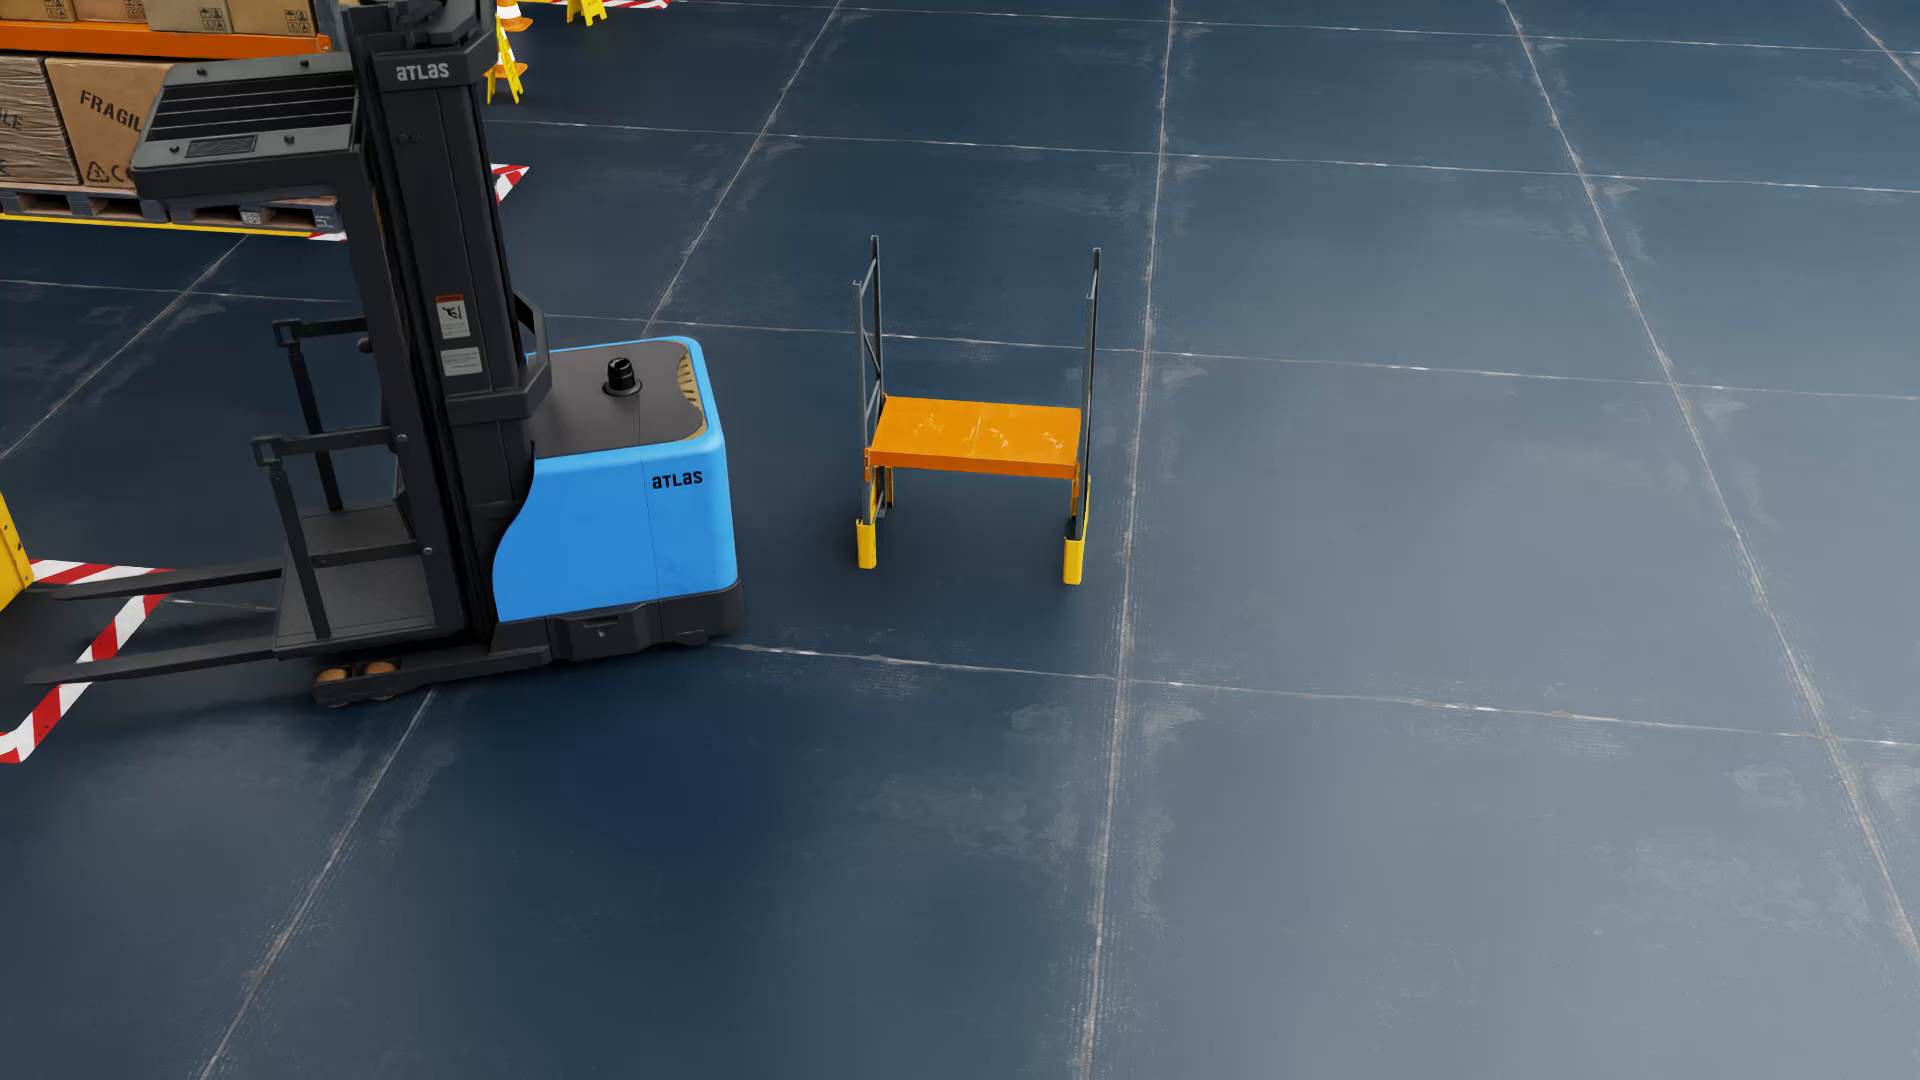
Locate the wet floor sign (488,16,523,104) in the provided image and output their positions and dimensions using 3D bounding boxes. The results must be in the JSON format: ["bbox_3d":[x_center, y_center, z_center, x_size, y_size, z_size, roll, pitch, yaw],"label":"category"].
[{"bbox_3d":[-3.595,-3.761,12.965,0.232,0.644,0.267,-2,36,-2],"label":"wet floor sign"}]

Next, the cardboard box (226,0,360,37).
[{"bbox_3d":[-4.249,-3.643,10.644,0.550,0.550,0.875,4,36,6],"label":"cardboard box"}]

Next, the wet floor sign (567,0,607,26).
[{"bbox_3d":[-3.293,-4.852,14.492,0.232,0.644,0.267,17,39,22],"label":"wet floor sign"}]

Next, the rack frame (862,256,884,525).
[{"bbox_3d":[-0.419,-0.643,7.859,0.013,1.308,0.475,4,36,6],"label":"rack frame"}]

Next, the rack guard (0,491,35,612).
[{"bbox_3d":[-4.683,0.281,7.425,0.348,0.500,1.175,4,36,6],"label":"rack guard"}]

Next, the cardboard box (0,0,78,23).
[{"bbox_3d":[-5.868,-3.801,10.864,0.500,0.550,0.875,4,36,6],"label":"cardboard box"}]

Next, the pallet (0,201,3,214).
[{"bbox_3d":[-7.099,-2.640,11.768,1.213,0.211,1.003,4,36,6],"label":"pallet"}]

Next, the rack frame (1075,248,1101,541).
[{"bbox_3d":[0.589,-0.567,7.753,0.032,1.500,0.500,4,36,6],"label":"rack frame"}]

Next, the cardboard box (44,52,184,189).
[{"bbox_3d":[-5.430,-2.963,11.287,0.875,0.875,0.875,4,36,5],"label":"cardboard box"}]

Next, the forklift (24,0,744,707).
[{"bbox_3d":[-2.562,-0.806,6.857,3.031,2.935,1.130,-8,36,-11],"label":"forklift"}]

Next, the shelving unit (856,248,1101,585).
[{"bbox_3d":[0.076,-0.605,7.806,1.083,1.500,0.587,4,36,6],"label":"shelving unit"}]

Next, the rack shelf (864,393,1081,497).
[{"bbox_3d":[0.085,-0.458,7.910,1.000,0.185,0.538,4,36,6],"label":"rack shelf"}]

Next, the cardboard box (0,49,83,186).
[{"bbox_3d":[-6.334,-3.032,11.383,0.875,0.875,0.875,5,36,6],"label":"cardboard box"}]

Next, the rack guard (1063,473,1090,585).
[{"bbox_3d":[0.570,-0.059,8.118,0.087,0.250,0.587,4,36,6],"label":"rack guard"}]

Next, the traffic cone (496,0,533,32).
[{"bbox_3d":[-3.936,-4.696,14.432,0.334,0.463,0.336,4,36,6],"label":"traffic cone"}]

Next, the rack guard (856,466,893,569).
[{"bbox_3d":[-0.418,-0.133,8.221,0.087,0.250,0.587,4,36,6],"label":"rack guard"}]

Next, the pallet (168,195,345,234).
[{"bbox_3d":[-4.679,-2.460,11.515,1.213,0.211,1.003,4,36,6],"label":"pallet"}]

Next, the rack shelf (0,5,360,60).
[{"bbox_3d":[-5.859,-3.436,11.102,4.000,0.370,1.077,4,36,6],"label":"rack shelf"}]

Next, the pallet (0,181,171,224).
[{"bbox_3d":[-5.885,-2.552,11.644,1.213,0.211,1.003,4,36,6],"label":"pallet"}]

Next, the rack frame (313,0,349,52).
[{"bbox_3d":[-3.876,-3.581,10.685,0.127,3.000,1.000,4,36,6],"label":"rack frame"}]

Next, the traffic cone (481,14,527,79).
[{"bbox_3d":[-3.740,-4.032,13.501,0.334,0.463,0.336,4,36,6],"label":"traffic cone"}]

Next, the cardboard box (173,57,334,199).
[{"bbox_3d":[-4.557,-2.899,11.197,0.875,0.875,0.875,4,36,6],"label":"cardboard box"}]
